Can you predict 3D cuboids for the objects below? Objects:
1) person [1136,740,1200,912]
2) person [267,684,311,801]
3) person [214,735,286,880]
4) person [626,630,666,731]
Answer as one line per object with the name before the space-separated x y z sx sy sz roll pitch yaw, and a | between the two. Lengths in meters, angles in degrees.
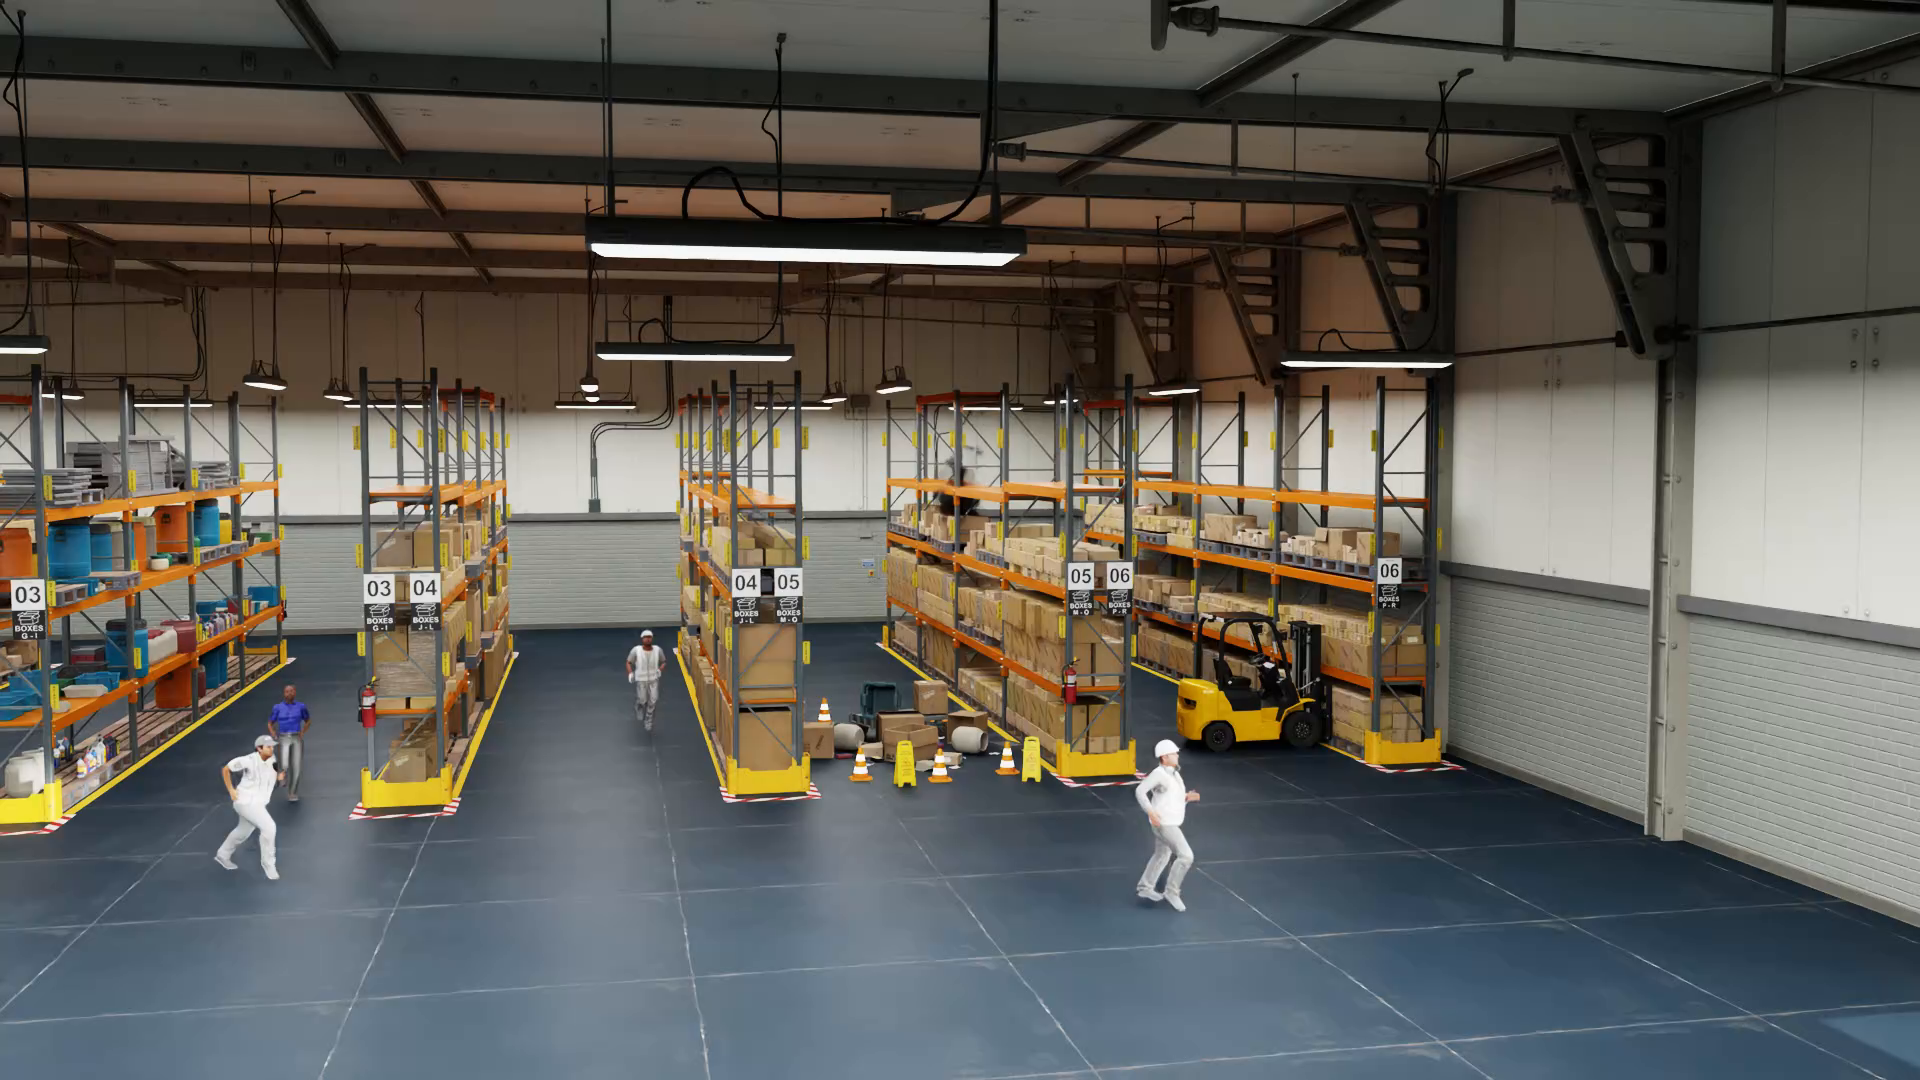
person | 2.233 3.055 17.849 0.699 1.815 0.638 1 4 20
person | -9.371 2.817 23.274 0.573 1.595 0.614 -2 4 -27
person | -8.182 3.063 19.113 0.925 1.676 0.601 1 3 9
person | -5.410 2.425 28.780 0.686 1.733 0.599 -1 4 -19
